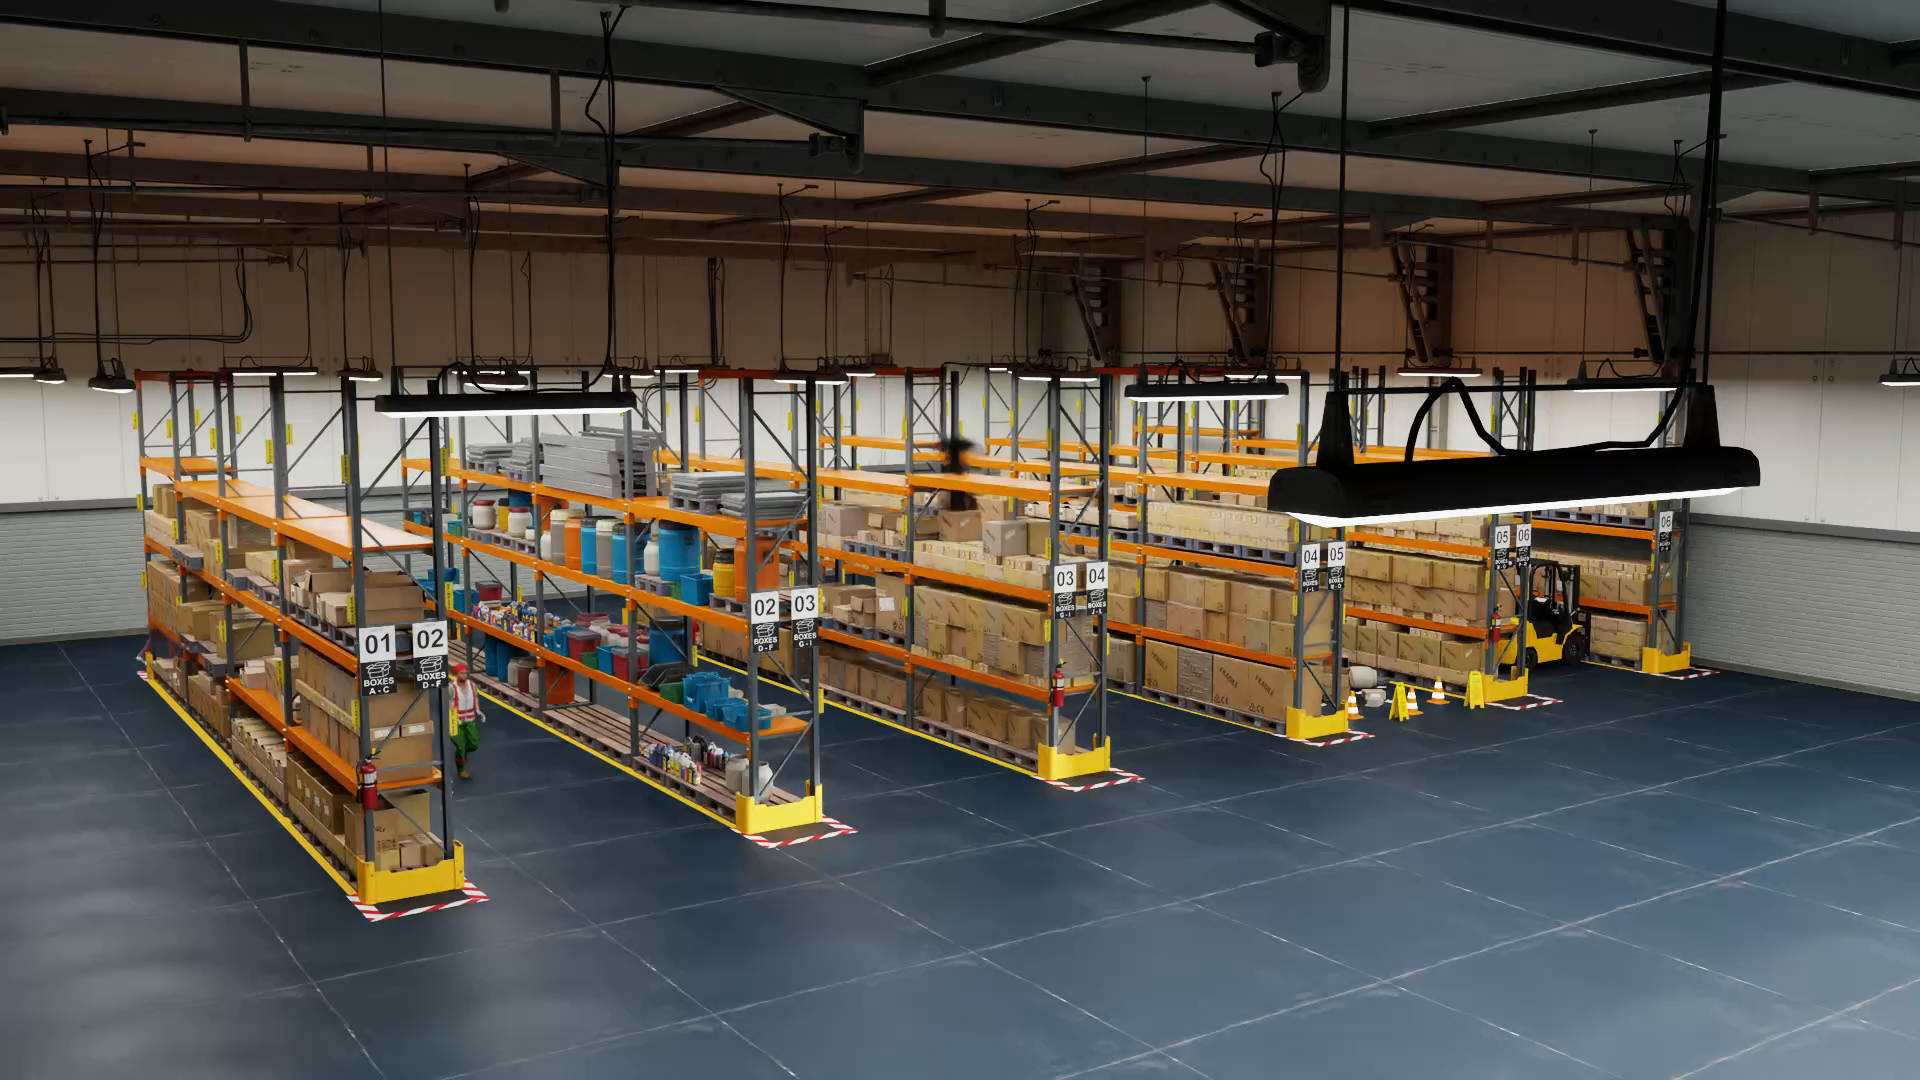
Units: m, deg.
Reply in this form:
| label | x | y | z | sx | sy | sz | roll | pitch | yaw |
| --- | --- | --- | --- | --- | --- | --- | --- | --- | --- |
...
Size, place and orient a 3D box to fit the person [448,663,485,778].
| label | x | y | z | sx | sy | sz | roll | pitch | yaw |
| --- | --- | --- | --- | --- | --- | --- | --- | --- | --- |
| person | -7.418 | 2.682 | 24.789 | 0.660 | 1.727 | 0.643 | -6 | 9 | -41 |

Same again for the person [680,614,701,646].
| label | x | y | z | sx | sy | sz | roll | pitch | yaw |
| --- | --- | --- | --- | --- | --- | --- | --- | --- | --- |
| person | -5.015 | 2.063 | 30.384 | 0.646 | 1.767 | 0.735 | -6 | 9 | -44 |

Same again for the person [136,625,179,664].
| label | x | y | z | sx | sy | sz | roll | pitch | yaw |
| --- | --- | --- | --- | --- | --- | --- | --- | --- | --- |
| person | -16.049 | 1.727 | 33.349 | 0.919 | 1.677 | 0.564 | -4 | 8 | -31 |
